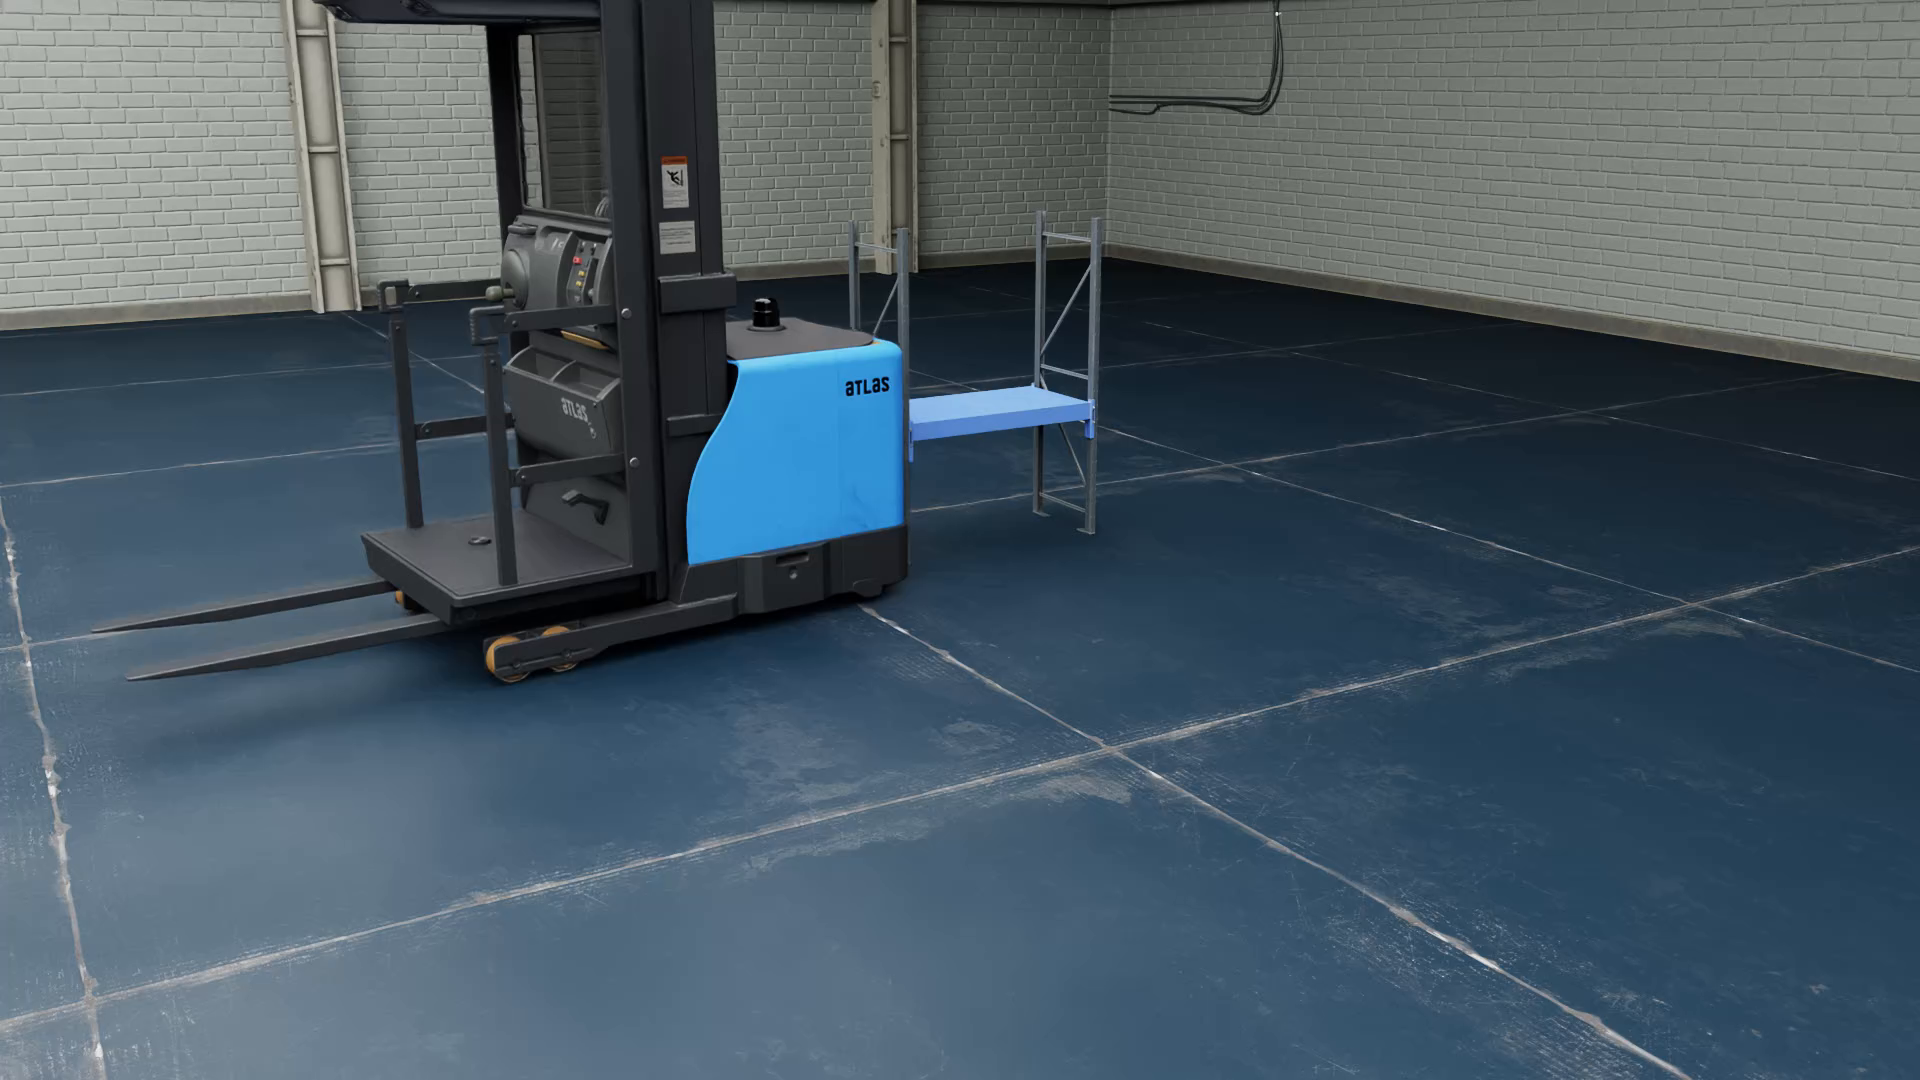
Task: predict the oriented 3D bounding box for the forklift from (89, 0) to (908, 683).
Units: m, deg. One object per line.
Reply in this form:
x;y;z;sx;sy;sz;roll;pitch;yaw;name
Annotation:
-1.710;-1.053;6.237;3.031;2.935;1.130;-11;19;-35;forklift

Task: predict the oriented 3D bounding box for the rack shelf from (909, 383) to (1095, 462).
0.073;-0.561;7.798;1.000;0.185;0.538;-9;18;-30;rack shelf

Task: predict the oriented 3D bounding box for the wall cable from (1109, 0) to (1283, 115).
2.496;-5.940;18.180;0.112;2.526;3.097;-9;18;-30;wall cable

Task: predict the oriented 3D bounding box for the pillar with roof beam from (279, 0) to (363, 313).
-3.637;-5.501;10.863;0.400;9.000;9.100;-9;18;-30;pillar with roof beam

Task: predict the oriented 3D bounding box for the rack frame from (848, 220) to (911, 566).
-0.363;-0.663;7.498;0.032;1.500;0.500;-9;18;-30;rack frame

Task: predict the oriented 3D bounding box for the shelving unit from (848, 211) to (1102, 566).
0.073;-0.734;7.750;1.048;1.500;0.538;-9;18;-30;shelving unit

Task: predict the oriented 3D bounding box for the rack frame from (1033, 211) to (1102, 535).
0.509;-0.805;8.002;0.032;1.500;0.500;-9;18;-30;rack frame

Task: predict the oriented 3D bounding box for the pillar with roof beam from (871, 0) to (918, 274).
1.506;-6.335;13.838;0.400;9.000;9.100;-9;18;-30;pillar with roof beam
